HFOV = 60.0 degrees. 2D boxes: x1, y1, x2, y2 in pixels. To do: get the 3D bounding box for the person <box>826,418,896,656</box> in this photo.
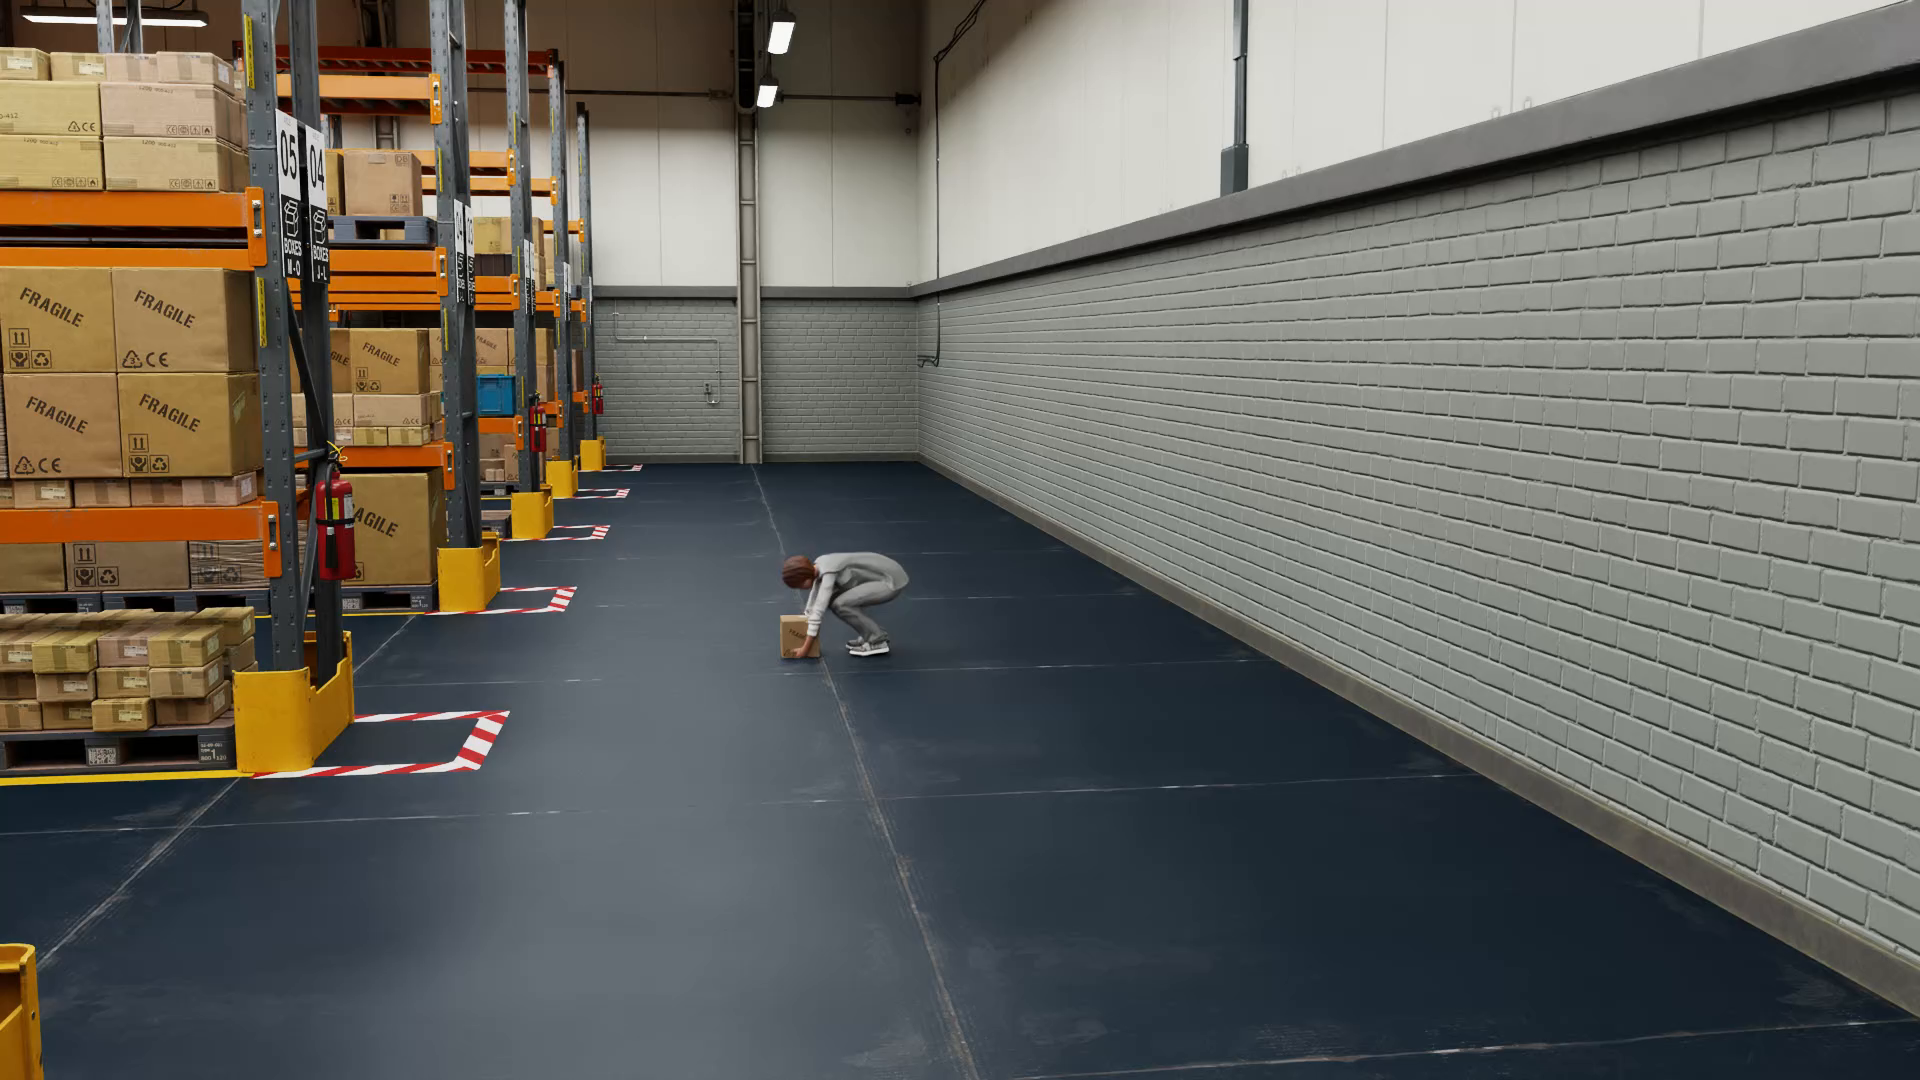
[{"bbox_3d":[-0.676,-0.027,11.230,0.485,1.599,0.430,-1,7,-9],"label":"person"}]
